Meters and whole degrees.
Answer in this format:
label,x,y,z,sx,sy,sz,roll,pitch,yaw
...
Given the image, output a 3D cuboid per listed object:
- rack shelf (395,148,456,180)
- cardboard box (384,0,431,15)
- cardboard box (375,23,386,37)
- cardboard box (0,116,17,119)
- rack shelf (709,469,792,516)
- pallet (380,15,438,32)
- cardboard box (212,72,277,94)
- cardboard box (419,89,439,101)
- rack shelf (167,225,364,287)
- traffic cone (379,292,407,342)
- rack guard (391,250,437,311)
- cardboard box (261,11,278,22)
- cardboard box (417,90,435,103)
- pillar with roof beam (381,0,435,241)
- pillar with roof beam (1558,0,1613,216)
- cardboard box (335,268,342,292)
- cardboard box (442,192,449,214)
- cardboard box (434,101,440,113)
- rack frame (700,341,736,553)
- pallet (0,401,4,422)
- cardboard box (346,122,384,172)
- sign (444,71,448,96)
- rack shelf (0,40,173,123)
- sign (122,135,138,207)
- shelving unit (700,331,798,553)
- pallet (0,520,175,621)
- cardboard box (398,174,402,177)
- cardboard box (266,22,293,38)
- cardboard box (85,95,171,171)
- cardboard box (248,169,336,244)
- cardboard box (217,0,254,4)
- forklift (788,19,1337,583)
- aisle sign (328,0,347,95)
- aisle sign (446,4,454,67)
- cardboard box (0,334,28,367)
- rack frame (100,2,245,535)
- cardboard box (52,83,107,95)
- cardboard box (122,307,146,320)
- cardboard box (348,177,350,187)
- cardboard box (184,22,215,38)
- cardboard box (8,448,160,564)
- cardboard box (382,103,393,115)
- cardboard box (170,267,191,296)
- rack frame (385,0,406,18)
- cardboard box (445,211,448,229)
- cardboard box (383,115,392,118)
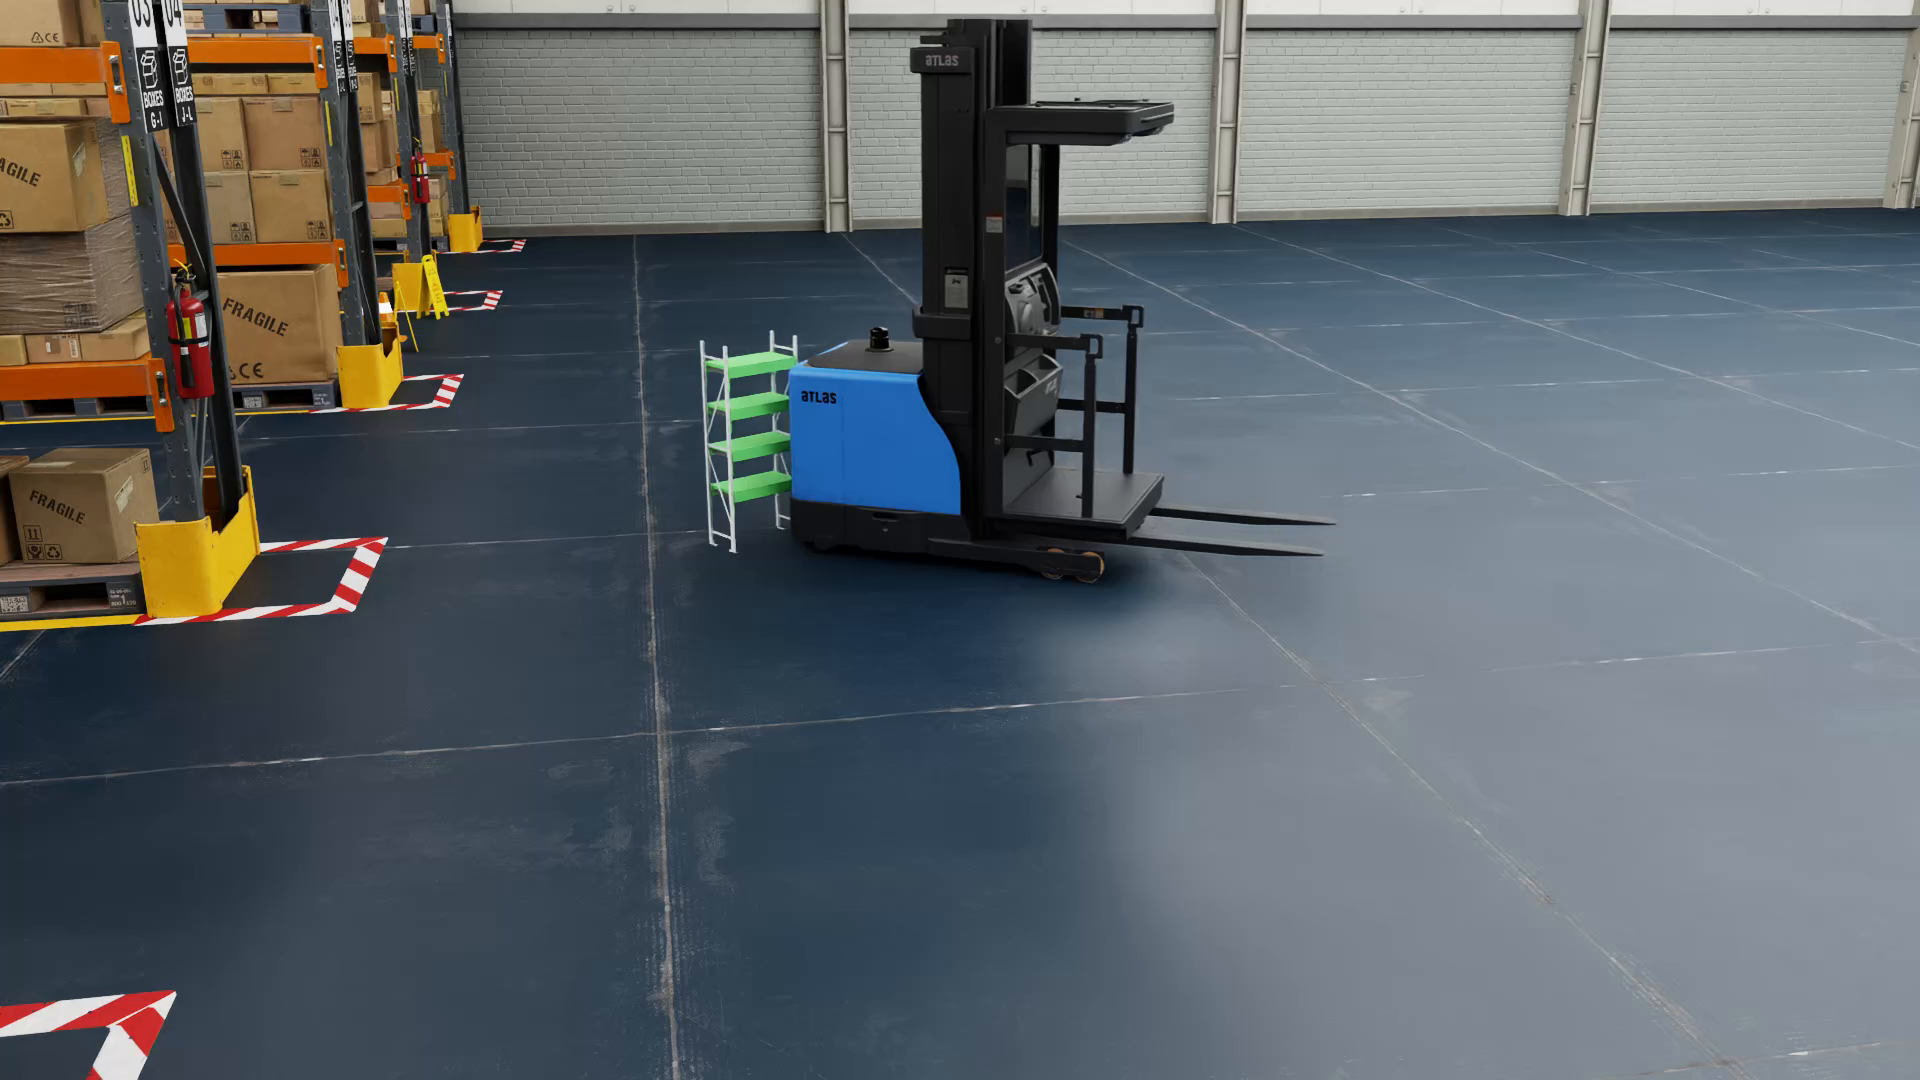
label,x,y,z,sx,sy,sz,roll,pitch,yaw
rack shelf,-8.819,-5.043,22.347,4.000,0.370,1.077,-3,17,-10
cardboard box,-7.244,-7.134,21.763,0.500,0.500,0.500,-3,17,-9
cardboard box,-6.297,-5.456,17.787,0.250,0.149,0.380,-3,17,-10
cardboard box,-5.114,-1.901,8.511,0.500,0.500,0.500,-3,17,-10
rack shelf,-1.200,-0.282,9.723,0.480,0.148,0.258,-15,23,-41
pallet,-7.555,-6.858,22.073,1.213,0.211,1.003,-3,17,-10
cardboard box,-7.350,-4.560,17.169,0.500,0.500,0.700,-3,17,-11
cardboard box,-7.226,-6.041,22.590,0.250,0.149,0.380,-4,17,-12
rack shelf,-6.836,-2.191,13.061,4.000,0.370,1.077,-3,17,-10
traffic cone,-5.543,-2.158,16.049,0.334,0.463,0.336,-3,17,-10
rack guard,-5.985,-2.868,18.299,0.348,0.500,1.175,-3,17,-10
cardboard box,-6.858,-5.442,17.061,0.500,0.250,0.500,-3,17,-11
cardboard box,-7.167,-5.918,22.188,0.250,0.149,0.380,-3,17,-10
pillar with roof beam,-6.893,-7.346,18.402,0.400,9.000,9.100,-3,17,-10
pillar with roof beam,10.780,-8.349,21.666,0.400,9.000,9.100,-3,17,-10
cardboard box,-6.676,-2.830,17.884,0.500,0.250,0.500,-3,17,-11
cardboard box,-7.356,-4.657,22.982,0.500,0.250,0.500,-3,17,-9
cardboard box,-7.238,-5.912,22.676,0.250,0.149,0.380,-4,17,-12
rack frame,-1.378,-0.524,9.474,0.015,1.200,0.240,-15,23,-41
pallet,-8.038,-1.110,13.067,1.213,0.211,1.003,-3,17,-10
cardboard box,-6.391,-4.148,17.530,0.500,0.500,0.500,-4,17,-11
sign,-6.766,-6.008,21.887,0.005,0.325,0.100,-3,17,-10
rack shelf,-5.994,-2.189,7.947,4.000,0.370,1.077,-3,17,-10
sign,-3.945,-1.754,7.904,0.005,0.325,0.100,-3,17,-10
shelving unit,-1.200,-0.573,9.633,0.503,1.200,0.258,-15,23,-41
pallet,-4.909,0.162,8.926,1.213,0.211,1.003,-3,17,-10
cardboard box,-7.853,-4.861,22.796,0.500,0.250,0.500,-3,17,-10
cardboard box,-6.974,-5.258,17.140,0.250,0.149,0.380,-3,17,-10
cardboard box,-6.342,-3.175,12.946,0.550,0.550,0.875,-3,17,-10
cardboard box,-5.228,-2.684,13.186,0.550,0.550,0.875,-3,17,-10
cardboard box,-5.382,-4.078,12.415,0.250,0.149,0.380,-3,17,-10
forklift,0.593,-1.343,9.193,3.031,2.935,1.130,6,18,18
aisle sign,-4.745,-3.806,12.668,0.004,0.787,0.394,-3,17,-10
aisle sign,-6.735,-6.660,21.958,0.004,0.787,0.394,-3,17,-10
cardboard box,-4.752,-0.973,8.298,0.250,0.149,0.380,-3,17,-10
rack frame,-4.030,-1.211,8.645,0.127,3.000,1.000,-3,17,-10
cardboard box,-8.859,-4.497,16.964,0.500,0.500,0.700,-3,17,-10
cardboard box,-4.355,-1.143,8.854,0.250,0.149,0.380,-3,17,-10
cardboard box,-6.464,-3.819,17.564,0.250,0.149,0.380,-3,17,-11
cardboard box,-7.707,-5.182,16.895,0.250,0.149,0.380,-3,17,-11
cardboard box,-4.646,-0.187,8.852,0.500,0.500,0.500,0,17,0
cardboard box,-7.654,-5.736,22.104,0.250,0.149,0.380,-3,17,-9
cardboard box,-6.389,-1.725,13.222,0.875,0.875,0.875,-4,17,-11
rack frame,-5.910,-6.935,17.065,0.127,3.000,1.000,-3,17,-10
cardboard box,-7.375,-4.414,23.040,0.500,0.250,0.500,-3,17,-10
cardboard box,-7.800,-5.417,22.168,0.500,0.500,0.500,-3,17,-9
